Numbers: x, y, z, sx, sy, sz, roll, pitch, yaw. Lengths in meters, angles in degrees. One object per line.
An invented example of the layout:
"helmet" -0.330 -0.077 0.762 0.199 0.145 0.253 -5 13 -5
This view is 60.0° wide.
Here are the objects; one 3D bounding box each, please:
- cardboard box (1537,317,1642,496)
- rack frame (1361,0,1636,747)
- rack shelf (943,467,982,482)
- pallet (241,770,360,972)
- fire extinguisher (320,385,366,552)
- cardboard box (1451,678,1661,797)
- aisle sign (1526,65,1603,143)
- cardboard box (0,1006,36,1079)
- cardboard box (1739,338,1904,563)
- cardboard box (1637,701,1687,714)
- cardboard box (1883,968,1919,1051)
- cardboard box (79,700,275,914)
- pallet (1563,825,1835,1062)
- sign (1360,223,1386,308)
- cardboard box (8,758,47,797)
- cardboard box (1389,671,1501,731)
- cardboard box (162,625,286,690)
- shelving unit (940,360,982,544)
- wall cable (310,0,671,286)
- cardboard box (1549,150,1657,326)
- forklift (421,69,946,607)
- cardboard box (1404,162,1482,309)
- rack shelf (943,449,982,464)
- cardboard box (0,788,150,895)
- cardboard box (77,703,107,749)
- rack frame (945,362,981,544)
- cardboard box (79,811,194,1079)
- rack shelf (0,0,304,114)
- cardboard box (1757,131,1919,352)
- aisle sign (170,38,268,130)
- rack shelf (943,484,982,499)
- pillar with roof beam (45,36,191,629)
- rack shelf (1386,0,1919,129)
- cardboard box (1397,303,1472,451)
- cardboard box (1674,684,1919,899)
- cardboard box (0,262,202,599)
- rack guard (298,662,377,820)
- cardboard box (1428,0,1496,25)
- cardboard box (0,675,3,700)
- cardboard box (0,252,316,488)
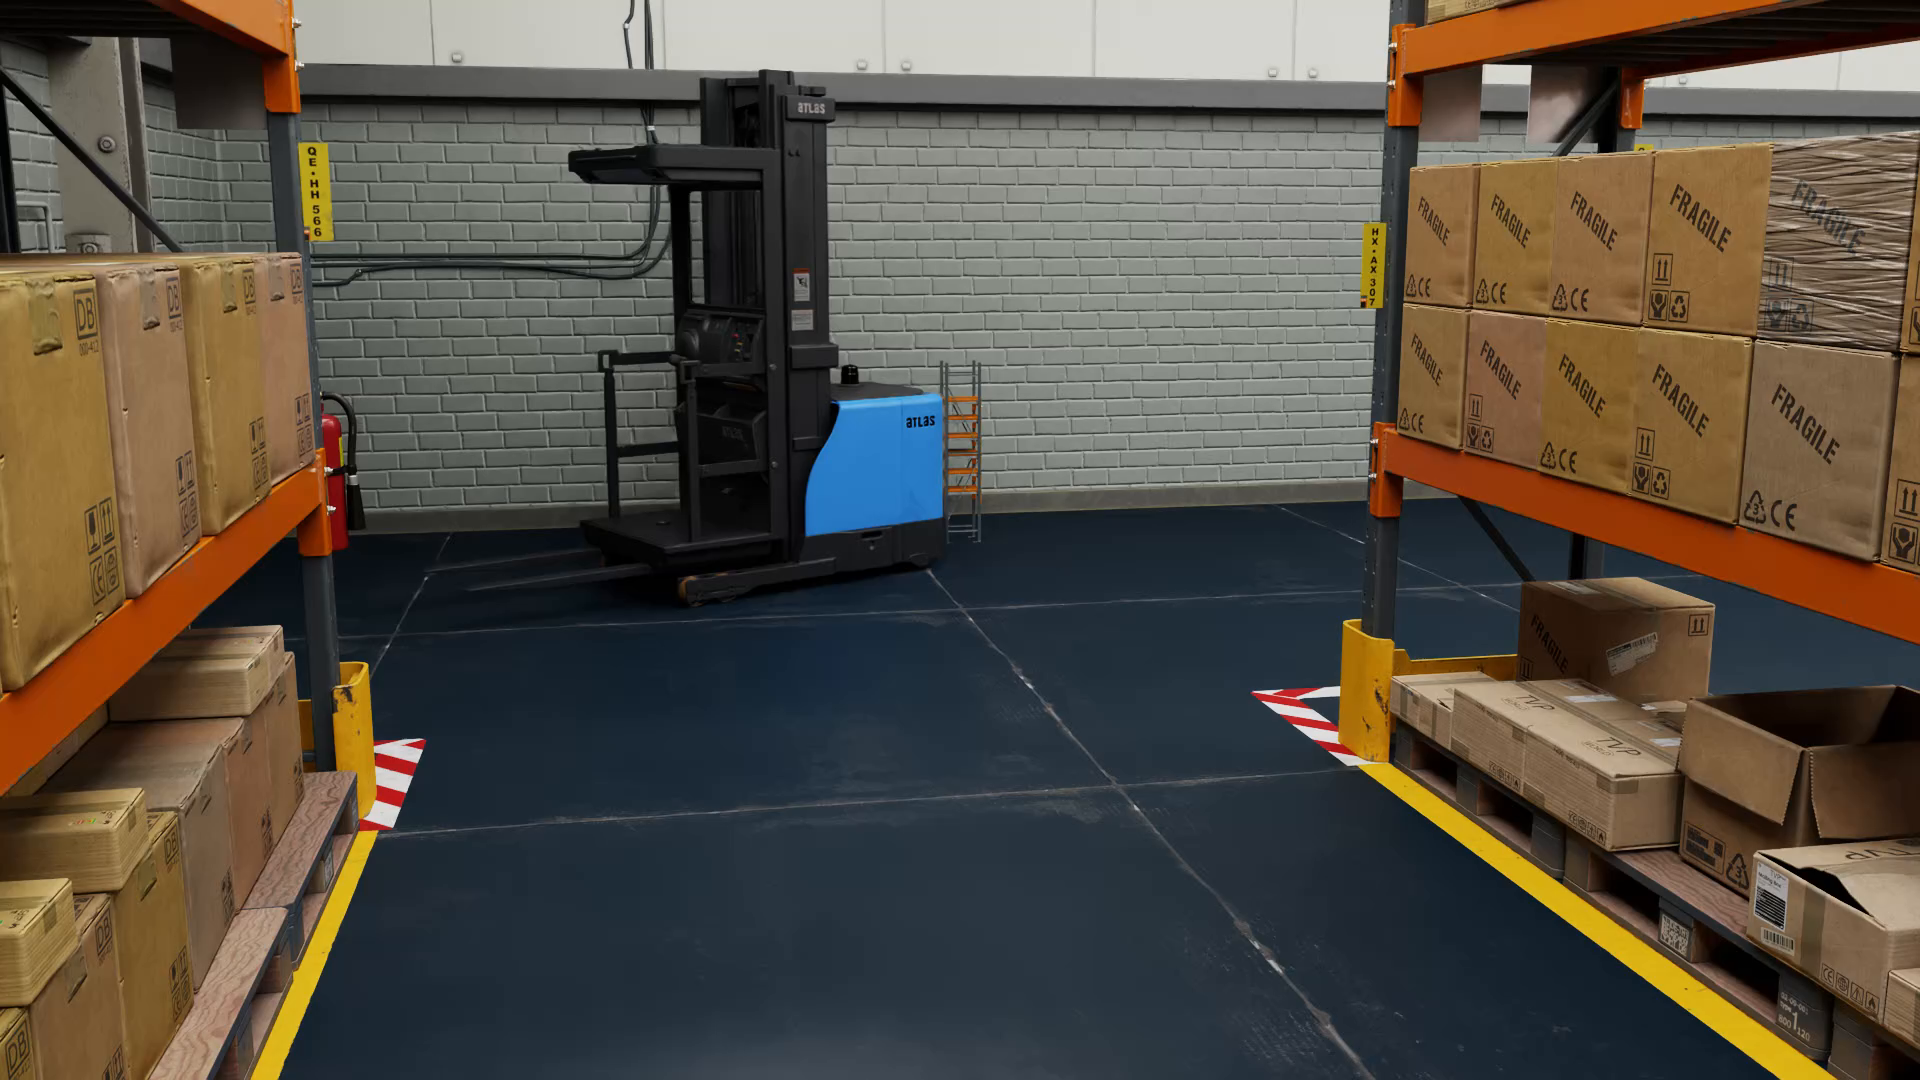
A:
"cardboard box" 2.165 -0.429 5.161 0.500 0.500 0.500 -2 11 -11
"rack frame" 2.137 -0.658 6.629 1.000 3.000 0.127 -2 11 -11
"rack shelf" 0.003 -0.425 11.101 0.258 0.103 0.180 -2 11 -11
"pallet" -2.489 1.037 5.184 1.003 0.211 1.213 -2 11 -11
"fire extinguisher" -2.298 -0.300 5.955 0.296 0.674 0.183 -2 11 -11
"cardboard box" 2.061 0.679 5.785 0.500 0.250 0.500 -2 11 -11
"aisle sign" 2.424 -1.958 6.510 0.394 0.787 0.004 -2 11 -11
"cardboard box" -1.989 1.138 2.759 0.700 0.500 0.500 -2 11 -10
"cardboard box" 2.362 -0.244 4.189 0.500 0.500 0.500 -2 11 -10
"cardboard box" 2.475 0.686 5.968 0.380 0.166 0.250 -2 11 -11
"cardboard box" 2.394 1.100 3.845 0.380 0.149 0.250 -2 11 -11
"cardboard box" -2.390 0.761 4.736 0.700 0.500 0.500 -2 11 -11
"pallet" 2.541 1.096 4.875 1.003 0.211 1.213 -2 11 -11
"sign" 1.604 -1.063 6.444 0.100 0.325 0.005 -2 11 -11
"cardboard box" -2.460 0.568 4.018 0.380 0.149 0.250 -2 11 -10
"cardboard box" 1.881 0.616 6.385 0.380 0.149 0.250 -2 11 -11
"cardboard box" -2.284 0.368 5.068 0.380 0.149 0.250 -2 11 -12
"shelving unit" 0.003 -0.587 11.070 0.258 1.200 0.189 -2 11 -11
"wall cable" -3.471 -2.949 10.927 3.097 2.526 0.112 -2 11 -11
"cardboard box" 2.166 -0.919 5.063 0.500 0.500 0.500 -2 11 -10
"forklift" -1.564 -1.180 9.560 3.031 2.935 1.130 -8 14 -37
"cardboard box" 1.964 -1.107 6.048 0.500 0.500 0.500 -2 11 -9
"rack shelf" 0.003 -0.543 11.079 0.258 0.103 0.180 -2 11 -11
"cardboard box" -1.978 0.654 3.566 0.380 0.149 0.250 -2 11 -13
"cardboard box" -2.560 0.474 4.510 0.380 0.149 0.250 -2 11 -11
"rack frame" 0.021 -0.570 10.982 0.240 1.200 0.006 -2 11 -11
"cardboard box" -2.181 0.951 3.739 0.700 0.500 0.500 -2 11 -10
"rack shelf" -2.333 -1.230 3.538 1.077 0.370 4.000 -2 11 -11
"cardboard box" 2.362 -0.734 4.088 0.500 0.500 0.500 -2 11 -11
"aisle sign" -2.441 -1.778 5.562 0.394 0.787 0.004 -2 11 -11
"rack shelf" 0.003 -0.307 11.124 0.258 0.103 0.180 -2 11 -11
"pillar with roof beam" 0.127 -4.044 8.377 9.100 9.000 0.400 -2 11 -11
"rack shelf" 2.526 -1.411 4.489 1.077 0.370 4.000 -2 11 -11
"cardboard box" 1.964 -0.616 6.142 0.500 0.500 0.500 -2 11 -10
"cardboard box" 2.544 0.742 4.776 0.797 0.503 0.637 -2 11 -11
"cardboard box" -2.321 -0.258 3.726 0.980 0.700 0.700 -3 11 -14
"rack guard" -2.726 0.747 5.936 1.175 0.500 0.348 -2 11 -11
"cardboard box" 1.987 -1.954 5.819 0.500 0.250 0.500 -2 11 -11
"cardboard box" -2.033 0.009 2.322 0.980 0.700 0.700 -2 11 -10
"cardboard box" -2.613 -0.531 5.161 0.980 0.700 0.700 -2 11 -8
